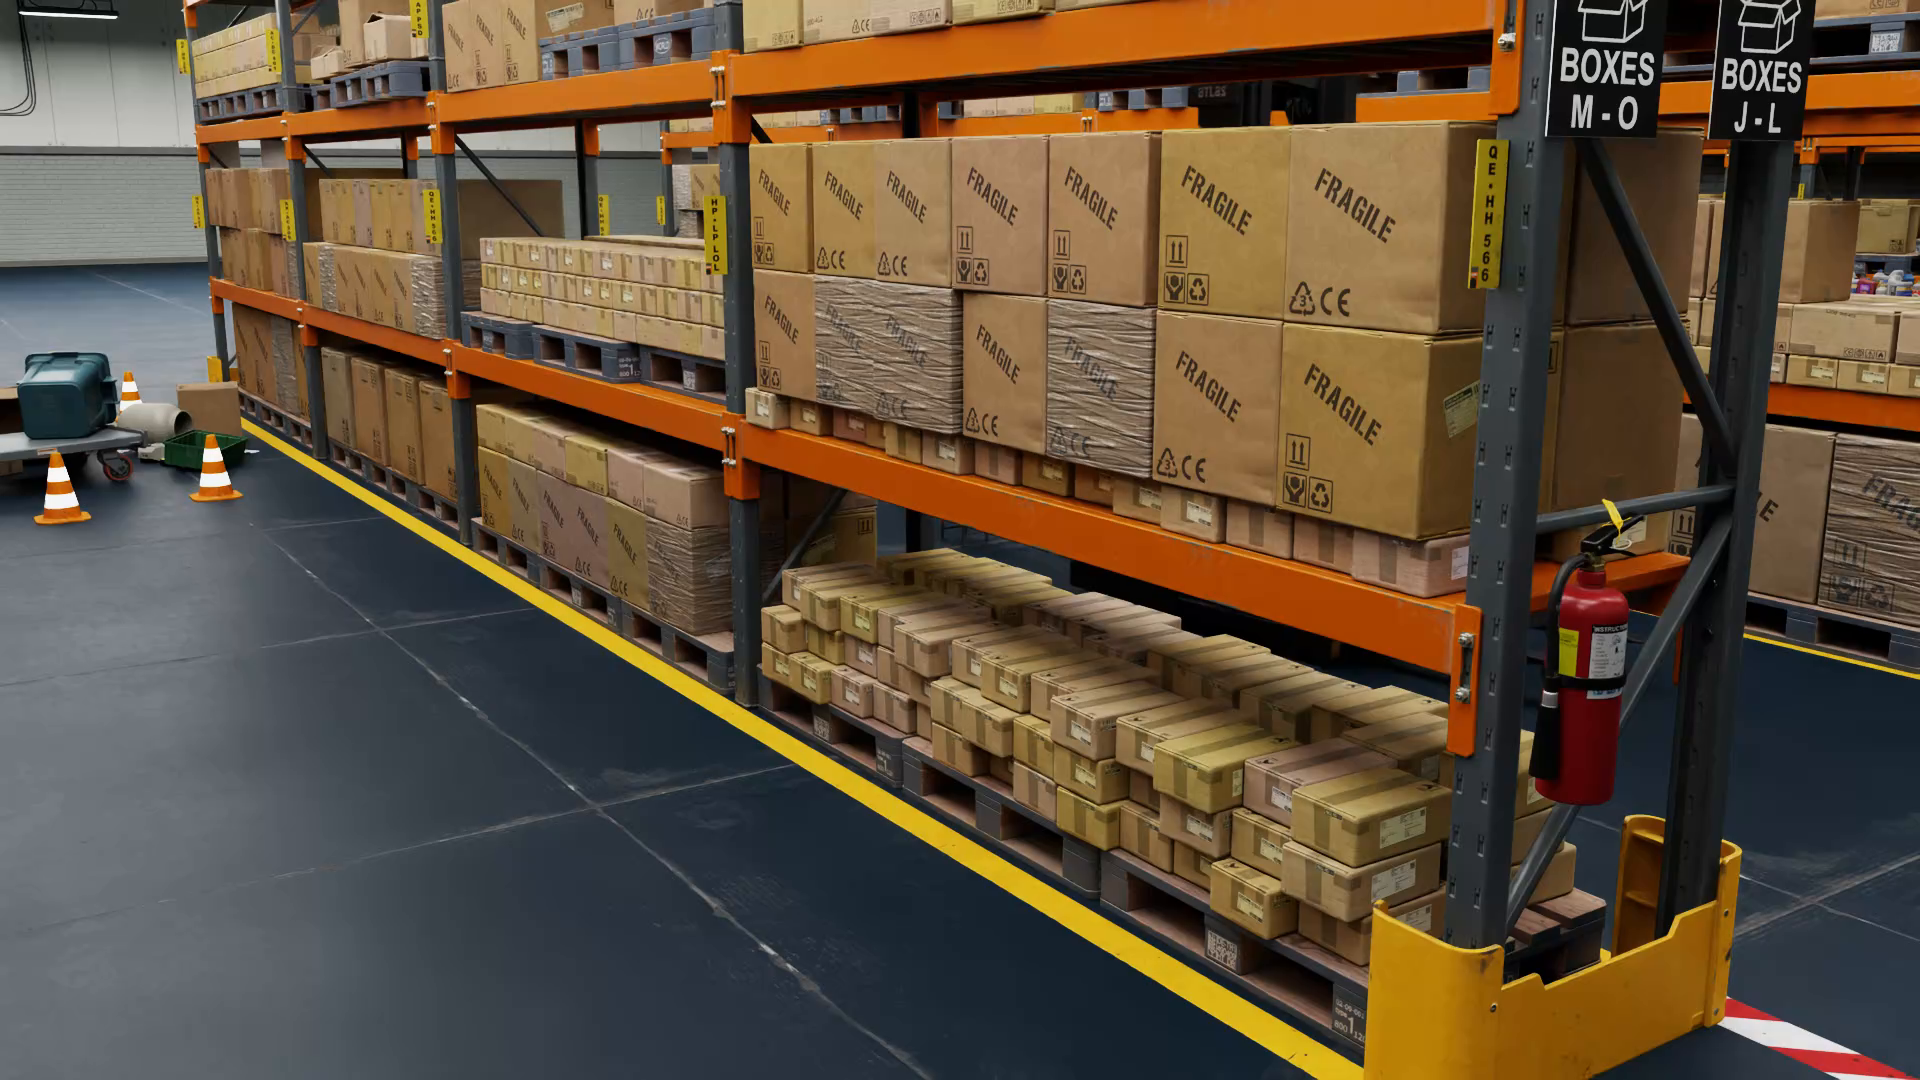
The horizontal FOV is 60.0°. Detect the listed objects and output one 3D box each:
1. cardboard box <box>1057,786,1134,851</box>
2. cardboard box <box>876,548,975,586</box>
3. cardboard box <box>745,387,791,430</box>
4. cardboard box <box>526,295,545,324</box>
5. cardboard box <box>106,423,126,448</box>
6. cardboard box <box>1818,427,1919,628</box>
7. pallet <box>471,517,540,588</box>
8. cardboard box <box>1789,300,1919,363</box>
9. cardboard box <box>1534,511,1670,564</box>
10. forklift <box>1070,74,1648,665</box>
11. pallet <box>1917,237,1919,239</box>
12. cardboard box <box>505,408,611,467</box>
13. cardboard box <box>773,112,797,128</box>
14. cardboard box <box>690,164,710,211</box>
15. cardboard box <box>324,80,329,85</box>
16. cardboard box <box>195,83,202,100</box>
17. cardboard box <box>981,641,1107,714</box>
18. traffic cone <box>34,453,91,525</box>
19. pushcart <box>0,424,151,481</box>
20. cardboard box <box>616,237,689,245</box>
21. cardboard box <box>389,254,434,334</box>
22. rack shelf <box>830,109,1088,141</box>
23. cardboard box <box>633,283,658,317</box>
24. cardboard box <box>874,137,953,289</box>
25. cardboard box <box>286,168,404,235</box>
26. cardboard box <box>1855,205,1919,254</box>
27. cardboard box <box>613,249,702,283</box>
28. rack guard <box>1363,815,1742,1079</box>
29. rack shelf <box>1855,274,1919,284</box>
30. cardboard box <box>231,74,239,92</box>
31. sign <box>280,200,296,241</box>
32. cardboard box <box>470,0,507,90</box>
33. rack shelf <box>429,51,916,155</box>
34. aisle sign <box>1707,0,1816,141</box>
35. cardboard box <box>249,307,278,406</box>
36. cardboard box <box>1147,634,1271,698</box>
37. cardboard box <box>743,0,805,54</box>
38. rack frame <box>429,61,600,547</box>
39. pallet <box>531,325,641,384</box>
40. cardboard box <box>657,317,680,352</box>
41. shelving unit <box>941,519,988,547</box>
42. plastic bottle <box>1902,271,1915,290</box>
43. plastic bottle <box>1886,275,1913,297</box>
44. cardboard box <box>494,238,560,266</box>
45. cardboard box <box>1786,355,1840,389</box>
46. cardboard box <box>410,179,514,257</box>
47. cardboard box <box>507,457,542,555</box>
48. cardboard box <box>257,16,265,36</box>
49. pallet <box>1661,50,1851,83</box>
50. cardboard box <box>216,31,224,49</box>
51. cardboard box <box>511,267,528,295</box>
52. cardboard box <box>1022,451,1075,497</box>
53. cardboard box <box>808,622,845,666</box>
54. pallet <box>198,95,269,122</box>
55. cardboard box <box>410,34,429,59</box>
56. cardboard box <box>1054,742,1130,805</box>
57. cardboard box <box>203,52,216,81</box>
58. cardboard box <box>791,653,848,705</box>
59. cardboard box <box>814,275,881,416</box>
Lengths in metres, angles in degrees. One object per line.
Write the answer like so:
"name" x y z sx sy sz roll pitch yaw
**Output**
"cardboard box" 0.543 0.880 5.506 0.380 0.149 0.250 -9 15 -35
"cardboard box" -0.151 0.151 7.449 0.380 0.149 0.250 -8 14 -31
"cardboard box" -0.681 -0.567 7.020 0.380 0.149 0.250 -7 14 -31
"cardboard box" -2.252 -1.326 9.507 0.380 0.149 0.250 -7 14 -30
"cardboard box" -7.483 -0.953 14.600 0.396 0.266 0.258 -5 13 -23
"cardboard box" 4.911 -0.070 8.150 0.875 0.875 0.875 -8 15 -33
"pallet" -2.350 0.011 10.316 1.003 0.211 1.213 -8 15 -33
"cardboard box" 4.492 -1.036 8.233 0.500 0.250 0.500 -8 15 -33
"cardboard box" 1.744 -0.041 4.616 0.380 0.149 0.250 -8 15 -33
"forklift" 1.962 -0.946 8.327 1.130 2.935 3.031 -10 16 -40
"pallet" 12.643 -4.072 22.908 1.003 0.211 1.213 -8 15 -33
"cardboard box" -2.320 -0.599 9.692 0.500 0.250 0.500 -8 15 -33
"cardboard box" -1.563 -4.307 16.865 0.500 0.250 0.500 -8 14 -31
"cardboard box" -2.680 -3.945 18.608 0.500 0.500 0.500 -8 15 -33
"cardboard box" -5.482 -4.084 14.865 0.380 0.149 0.250 -8 15 -34
"cardboard box" -7.291 -4.411 16.359 0.380 0.149 0.250 -8 15 -32
"cardboard box" 0.298 0.485 5.920 0.380 0.149 0.250 -8 15 -32
"traffic cone" -6.217 -0.370 11.471 0.336 0.463 0.334 -8 15 -33
"pushcart" -7.192 -0.595 12.701 0.936 0.377 1.648 9 15 35
"cardboard box" -1.846 -1.739 10.004 0.380 0.149 0.250 -8 14 -31
"cardboard box" -3.530 -1.676 11.271 0.500 0.500 0.500 -8 15 -33
"rack shelf" 0.296 -3.529 14.639 1.077 0.370 4.000 -8 15 -33
"cardboard box" -1.387 -1.193 8.205 0.380 0.149 0.250 -9 15 -35
"cardboard box" 0.035 -1.169 5.913 0.500 0.500 0.500 -8 15 -32
"cardboard box" -5.173 -2.872 14.094 0.875 0.550 0.550 -8 15 -33
"cardboard box" 10.095 -3.386 18.109 0.500 0.500 0.700 9 15 36
"cardboard box" -1.520 -1.385 8.385 0.380 0.149 0.250 -9 15 -35
"rack guard" 1.609 1.140 4.477 1.175 0.500 0.348 -8 15 -33
"rack shelf" 10.761 -2.524 17.066 1.077 0.370 4.000 -8 15 -33
"cardboard box" -6.312 -4.096 14.922 0.380 0.149 0.250 -8 15 -33
"sign" -5.459 -2.597 13.505 0.100 0.325 0.005 -8 15 -33
"cardboard box" -2.404 -2.783 9.312 0.500 0.500 0.500 -8 15 -33
"rack shelf" -1.673 -2.248 8.784 1.077 0.370 4.000 -8 15 -33
"aisle sign" 1.941 -1.360 3.973 0.394 0.787 0.004 -8 15 -33
"cardboard box" -6.294 -1.811 16.112 0.875 0.875 0.875 -8 15 -34
"cardboard box" 0.898 0.465 6.014 0.380 0.149 0.250 -8 15 -32
"cardboard box" -0.529 -2.057 6.577 0.500 0.250 0.500 -7 14 -30
"rack frame" -2.781 -1.490 10.654 1.000 3.000 0.127 -8 15 -33
"pallet" -1.651 -1.049 9.087 1.003 0.211 1.213 -8 15 -33
"cardboard box" -1.231 -0.999 8.013 0.380 0.149 0.250 -8 15 -33
"shelving unit" 0.030 -0.503 10.706 0.215 1.050 0.252 -8 15 -33
"plastic bottle" 7.688 -2.046 13.499 0.097 0.271 0.097 0 12 0
"plastic bottle" 7.256 -1.905 12.843 0.152 0.276 0.135 -8 15 -33
"cardboard box" -2.536 -1.710 9.875 0.380 0.149 0.250 -9 15 -34
"cardboard box" 4.372 -0.856 8.343 0.380 0.149 0.250 -9 15 -34
"cardboard box" -3.303 -2.198 11.318 0.700 0.500 0.500 -8 15 -34
"cardboard box" -2.320 -0.229 9.756 0.500 0.500 0.500 -8 15 -32
"cardboard box" -5.606 -4.260 13.803 0.380 0.149 0.250 -8 15 -33
"pallet" 4.064 -2.623 9.021 1.003 0.211 1.213 -8 15 -33
"cardboard box" -6.591 -4.576 15.248 0.380 0.149 0.250 -8 15 -33
"cardboard box" -2.378 -1.513 9.668 0.380 0.149 0.250 -9 15 -35
"cardboard box" 0.434 -0.254 5.589 0.380 0.149 0.250 -8 15 -32
"cardboard box" -0.416 0.400 7.004 0.380 0.149 0.250 -8 15 -32
"pallet" -6.794 -4.204 16.252 1.003 0.211 1.213 -8 15 -33
"cardboard box" -3.296 -3.176 10.671 0.380 0.166 0.250 -8 15 -33
"cardboard box" 0.534 0.732 5.487 0.380 0.149 0.250 -8 15 -32
"cardboard box" -6.878 -4.498 15.825 0.500 0.250 0.500 -8 15 -33
"cardboard box" -0.484 0.559 6.974 0.380 0.149 0.250 -8 14 -31
"cardboard box" -0.221 -0.768 6.421 0.500 0.500 0.500 -8 15 -33
